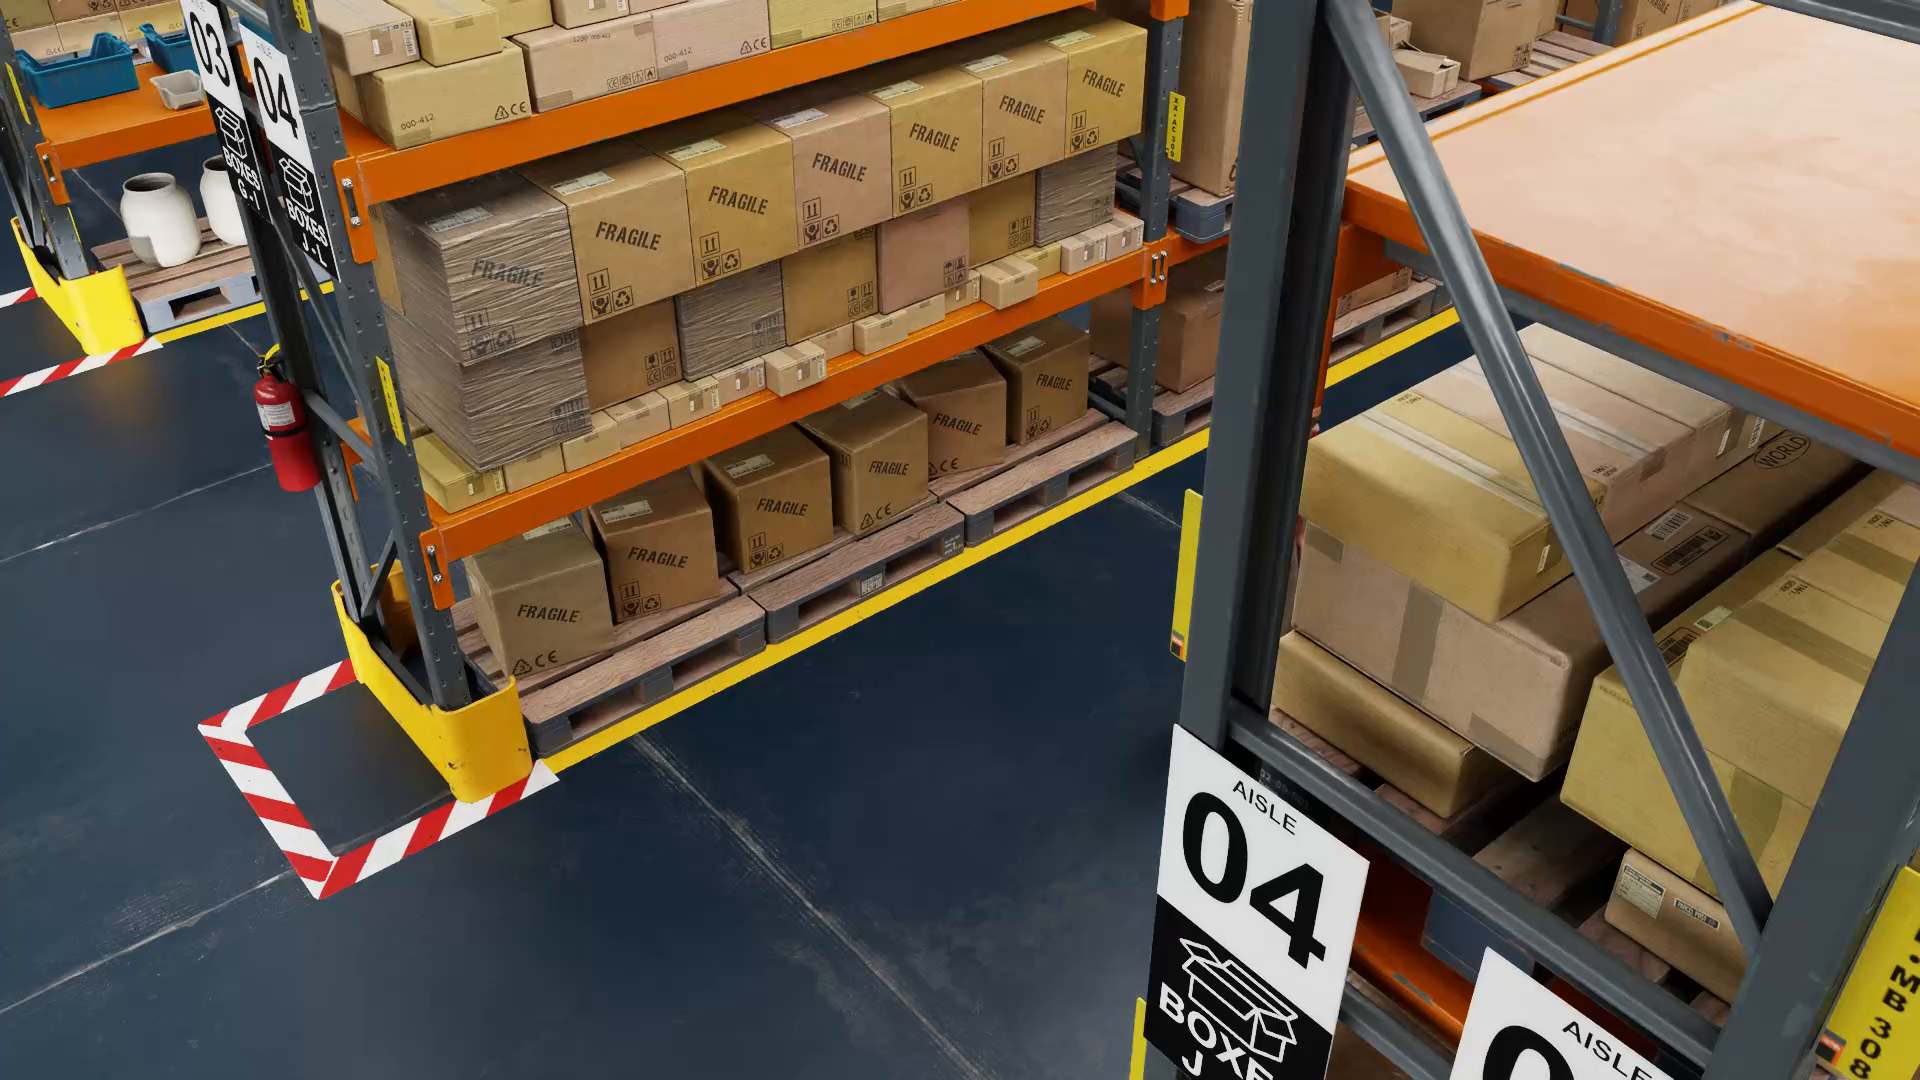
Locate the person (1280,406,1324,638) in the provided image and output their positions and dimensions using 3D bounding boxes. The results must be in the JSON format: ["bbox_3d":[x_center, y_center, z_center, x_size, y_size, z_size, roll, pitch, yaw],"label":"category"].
[{"bbox_3d":[1.255,0.045,6.967,0.593,1.657,0.372,-29,45,-34],"label":"person"}]
